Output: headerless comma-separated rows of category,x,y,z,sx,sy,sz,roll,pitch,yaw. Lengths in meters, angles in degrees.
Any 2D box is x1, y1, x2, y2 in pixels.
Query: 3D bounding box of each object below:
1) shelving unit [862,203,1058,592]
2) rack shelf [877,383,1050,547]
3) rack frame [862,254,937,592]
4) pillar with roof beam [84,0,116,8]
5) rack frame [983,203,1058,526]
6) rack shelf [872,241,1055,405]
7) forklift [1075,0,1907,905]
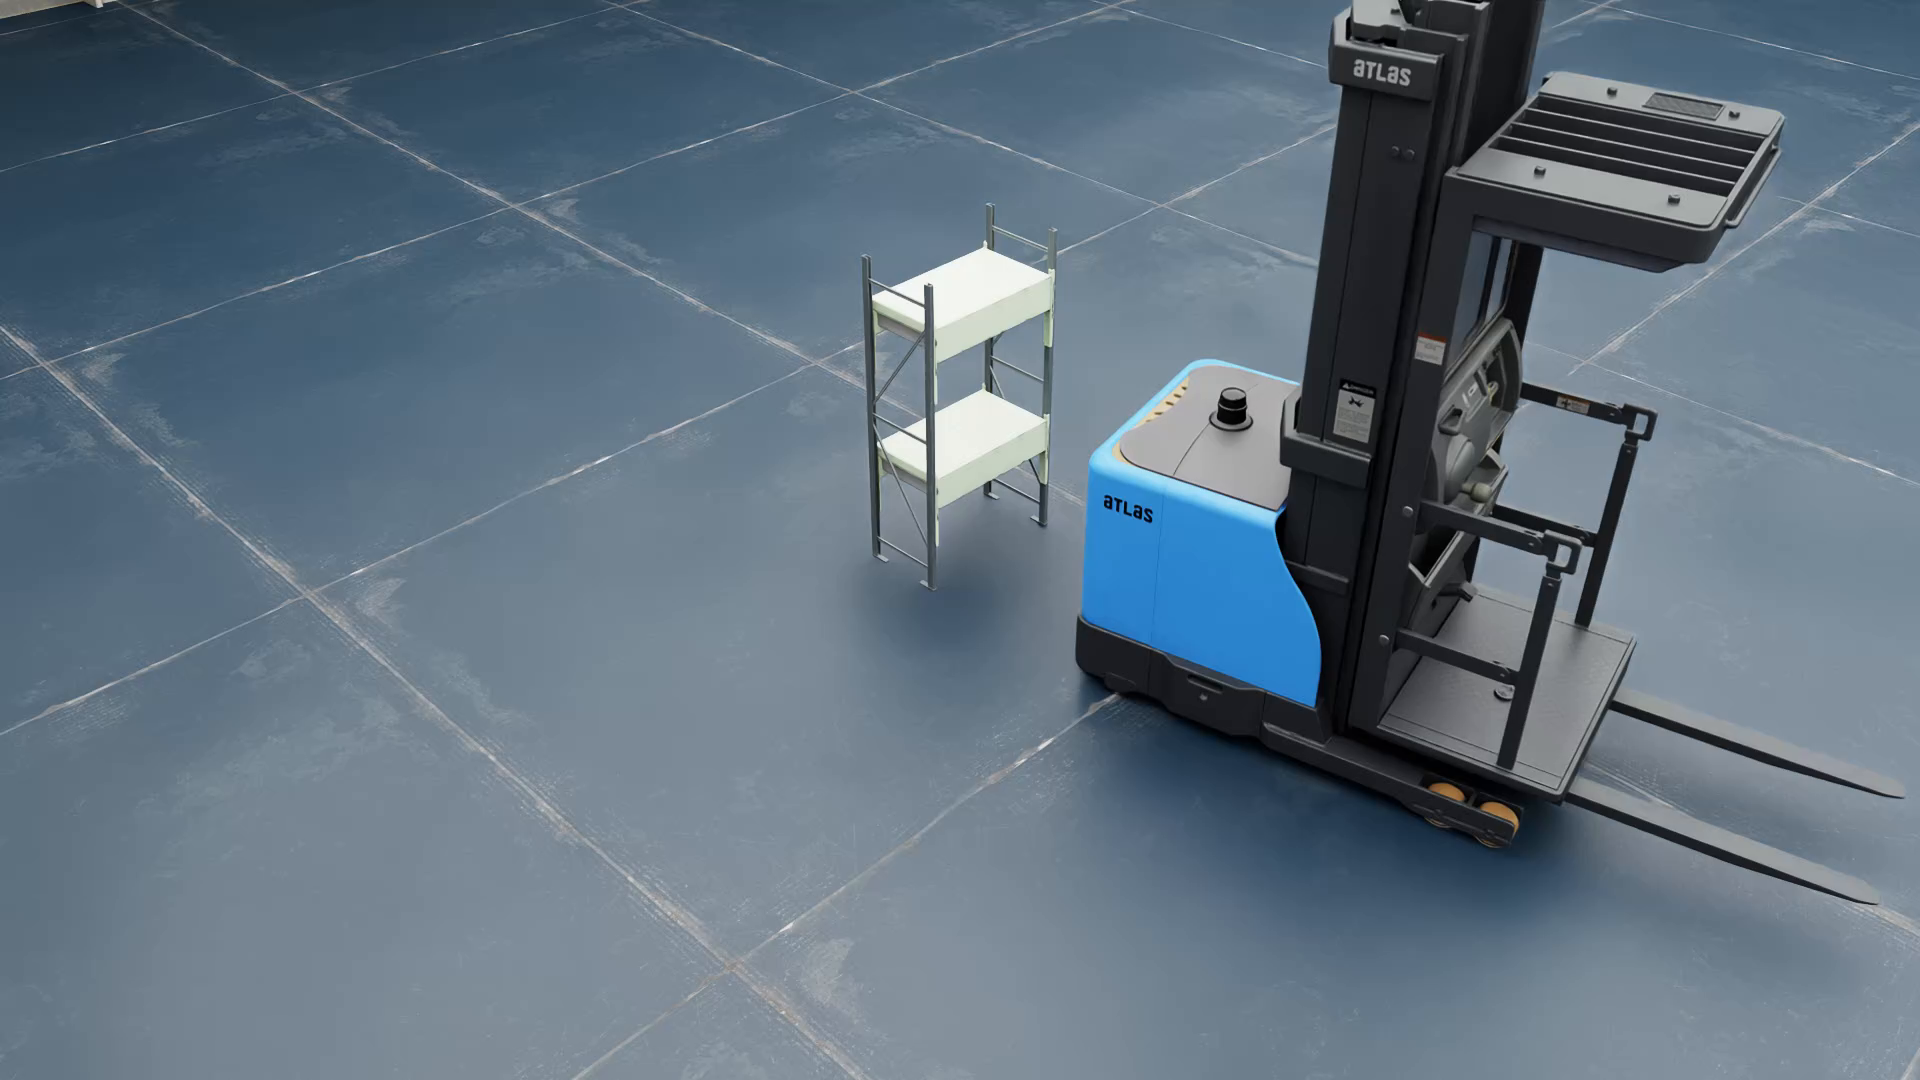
shelving unit,0.005,-0.618,7.325,0.431,1.500,0.755,30,45,35
rack shelf,0.005,-0.350,7.511,0.431,0.370,0.720,30,45,35
rack frame,-0.253,-0.469,7.112,0.400,1.500,0.023,30,45,35
pillar with roof beam,-4.350,-6.682,9.465,9.100,9.000,0.400,30,45,35
rack frame,0.263,-0.766,7.538,0.400,1.500,0.023,30,45,35
rack shelf,0.005,-0.938,7.102,0.431,0.370,0.720,30,45,35
forklift,1.997,-0.418,5.787,3.031,2.935,1.130,20,40,26
